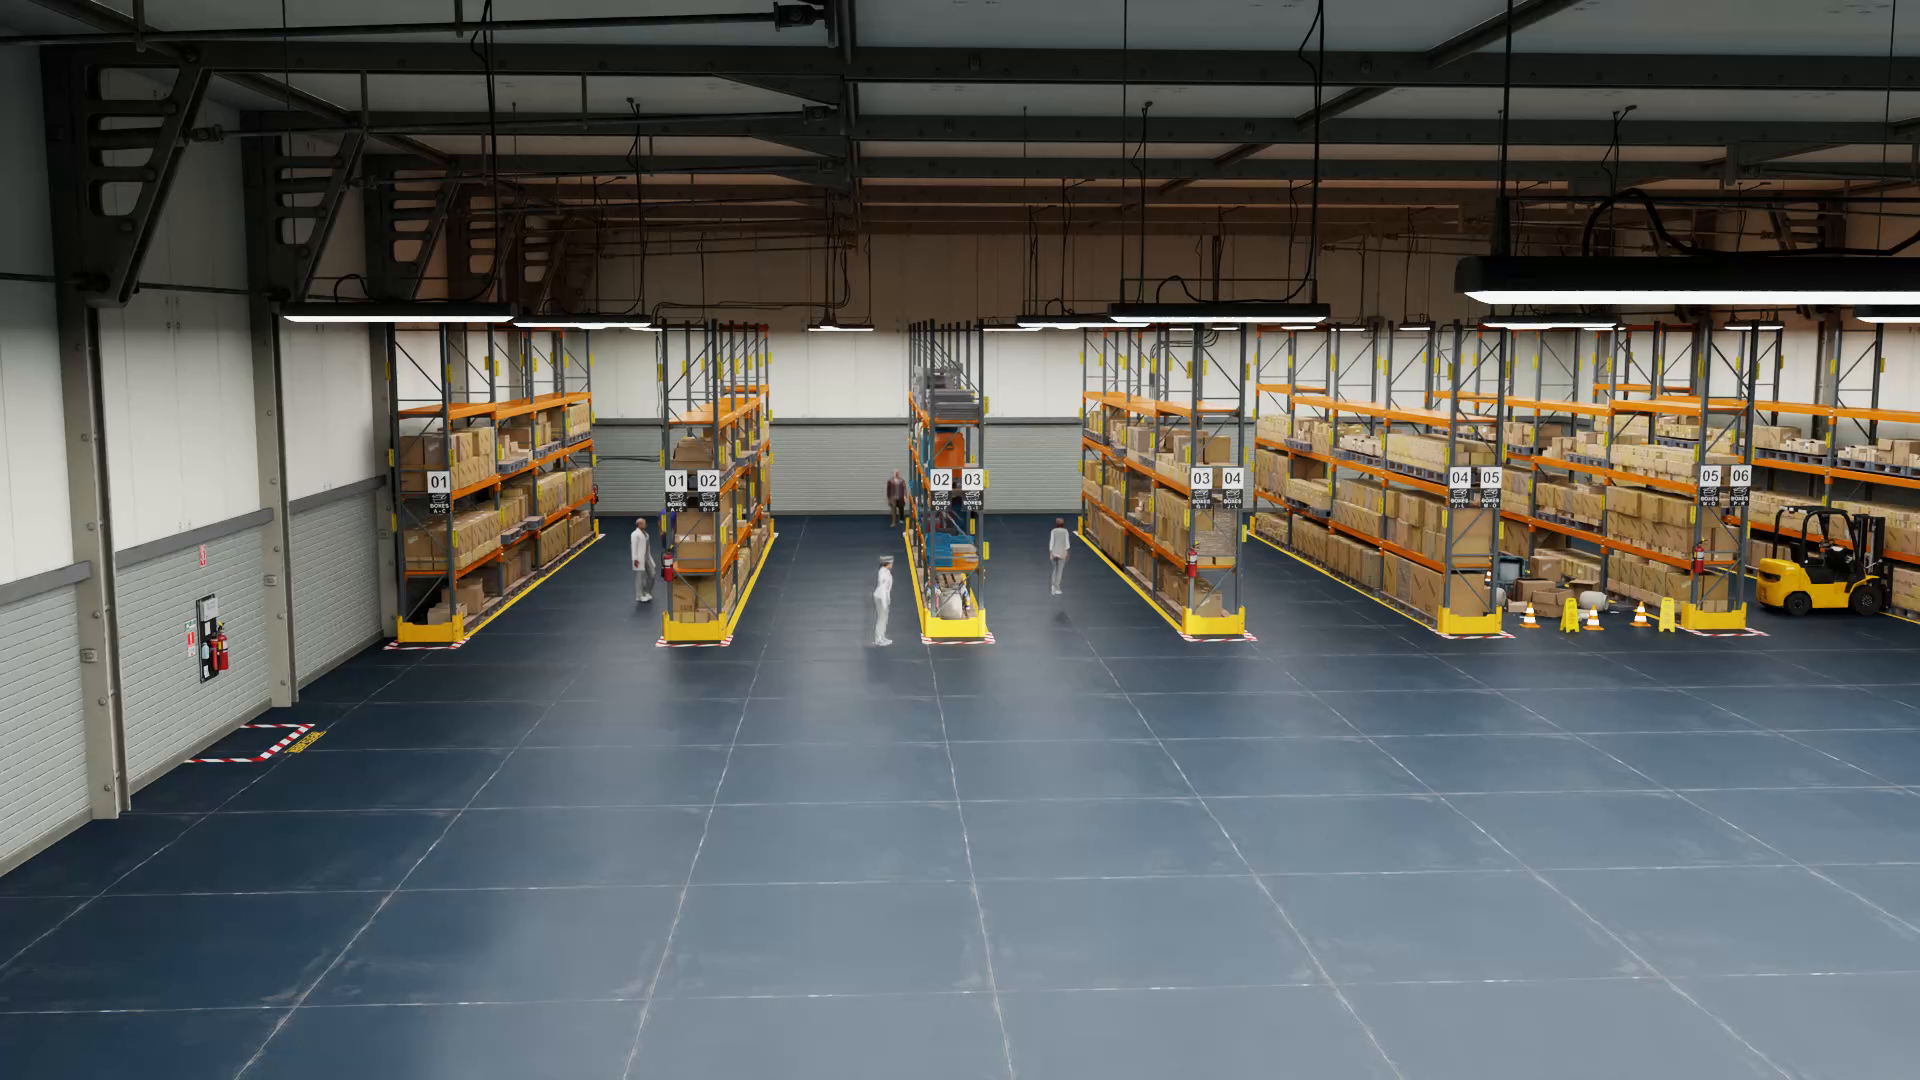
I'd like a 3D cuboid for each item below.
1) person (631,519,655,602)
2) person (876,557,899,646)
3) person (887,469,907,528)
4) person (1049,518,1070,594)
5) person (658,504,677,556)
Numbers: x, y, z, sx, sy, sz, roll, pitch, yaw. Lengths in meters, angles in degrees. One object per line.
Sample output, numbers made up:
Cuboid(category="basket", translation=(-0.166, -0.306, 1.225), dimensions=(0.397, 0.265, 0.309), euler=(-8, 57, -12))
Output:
Cuboid(category="person", translation=(-6.868, 0.437, 35.862), dimensions=(0.505, 1.807, 0.669), euler=(5, 9, 37))
Cuboid(category="person", translation=(-1.337, 1.128, 30.736), dimensions=(0.428, 1.653, 0.528), euler=(0, 7, 0))
Cuboid(category="person", translation=(-1.882, -1.244, 49.466), dimensions=(0.597, 1.735, 1.133), euler=(0, 7, -4))
Cuboid(category="person", translation=(2.087, 0.356, 34.800), dimensions=(0.387, 1.647, 0.400), euler=(6, 9, 38))
Cuboid(category="person", translation=(-7.279, -0.130, 41.412), dimensions=(0.419, 1.503, 0.859), euler=(1, 7, 5))
